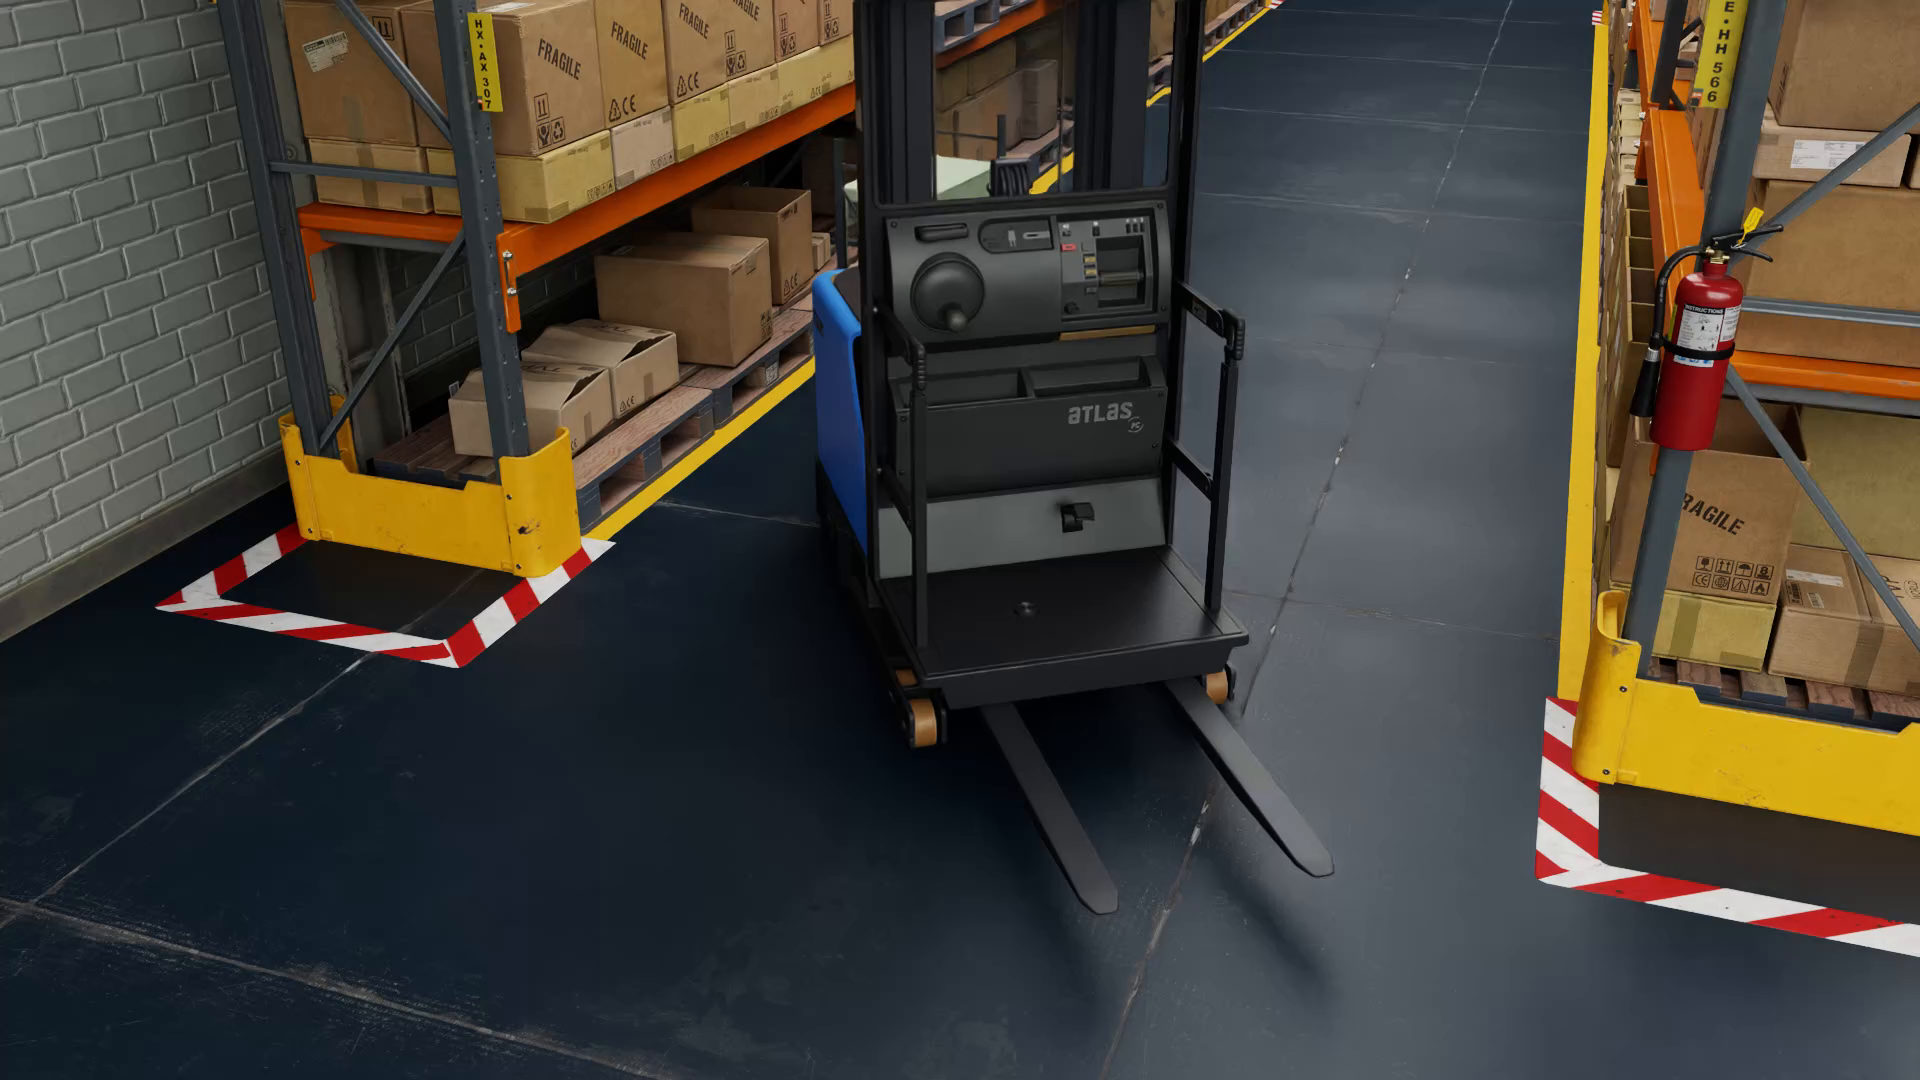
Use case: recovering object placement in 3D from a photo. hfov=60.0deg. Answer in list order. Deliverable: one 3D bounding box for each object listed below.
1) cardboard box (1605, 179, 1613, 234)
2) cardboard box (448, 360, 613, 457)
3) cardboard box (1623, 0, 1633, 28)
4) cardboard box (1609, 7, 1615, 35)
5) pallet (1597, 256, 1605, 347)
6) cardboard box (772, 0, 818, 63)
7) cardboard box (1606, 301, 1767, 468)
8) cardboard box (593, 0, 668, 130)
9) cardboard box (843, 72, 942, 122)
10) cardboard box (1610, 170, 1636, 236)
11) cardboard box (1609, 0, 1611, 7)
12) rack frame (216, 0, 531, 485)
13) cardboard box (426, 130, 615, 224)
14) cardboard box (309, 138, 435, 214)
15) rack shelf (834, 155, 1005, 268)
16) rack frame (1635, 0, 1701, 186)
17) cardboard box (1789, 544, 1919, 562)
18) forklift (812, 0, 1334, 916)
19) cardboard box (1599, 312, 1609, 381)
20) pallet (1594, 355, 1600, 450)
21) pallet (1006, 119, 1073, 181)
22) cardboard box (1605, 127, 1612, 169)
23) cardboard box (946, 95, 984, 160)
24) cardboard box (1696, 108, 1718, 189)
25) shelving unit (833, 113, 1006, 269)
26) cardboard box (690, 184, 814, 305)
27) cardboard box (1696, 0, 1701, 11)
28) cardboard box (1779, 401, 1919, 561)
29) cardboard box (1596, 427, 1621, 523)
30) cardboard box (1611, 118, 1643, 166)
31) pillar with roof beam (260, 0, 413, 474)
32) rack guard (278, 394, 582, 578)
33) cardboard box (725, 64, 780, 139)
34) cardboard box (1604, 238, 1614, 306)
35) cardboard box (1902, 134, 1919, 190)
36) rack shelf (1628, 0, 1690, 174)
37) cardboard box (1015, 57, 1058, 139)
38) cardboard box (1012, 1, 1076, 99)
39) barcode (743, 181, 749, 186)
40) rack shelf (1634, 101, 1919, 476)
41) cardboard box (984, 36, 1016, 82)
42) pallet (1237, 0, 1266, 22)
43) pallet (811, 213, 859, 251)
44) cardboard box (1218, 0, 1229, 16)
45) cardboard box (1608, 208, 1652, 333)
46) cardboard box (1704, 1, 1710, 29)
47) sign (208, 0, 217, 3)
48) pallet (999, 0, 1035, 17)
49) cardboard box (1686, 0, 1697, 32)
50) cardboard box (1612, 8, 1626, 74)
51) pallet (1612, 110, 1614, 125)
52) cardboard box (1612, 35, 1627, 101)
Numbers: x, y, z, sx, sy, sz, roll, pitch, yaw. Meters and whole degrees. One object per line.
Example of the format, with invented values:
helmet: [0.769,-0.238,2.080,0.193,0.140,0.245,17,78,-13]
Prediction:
cardboard box: [4.241,-2.038,10.190,0.500,0.250,0.500,9,27,18]
cardboard box: [-1.823,-0.579,7.085,0.500,0.311,0.500,6,26,12]
cardboard box: [5.805,-4.371,13.838,0.500,0.250,0.500,9,27,18]
cardboard box: [6.700,-5.106,16.434,0.500,0.311,0.500,9,27,17]
pallet: [4.074,-1.300,9.193,1.003,0.211,1.213,9,27,17]
cardboard box: [-1.011,-2.592,7.951,0.500,0.500,0.500,8,27,16]
cardboard box: [2.752,-0.569,6.295,0.500,0.500,0.500,9,27,17]
cardboard box: [-1.522,-1.953,6.631,0.500,0.500,0.500,9,27,18]
cardboard box: [-0.434,-2.861,10.719,0.500,0.250,0.500,8,27,16]
cardboard box: [3.898,-1.874,9.207,0.500,0.311,0.500,10,27,19]
cardboard box: [7.313,-5.876,18.191,0.380,0.166,0.250,9,27,17]
rack frame: [-2.138,-1.320,6.034,1.000,3.000,0.127,9,27,17]
cardboard box: [-1.676,-1.416,6.382,0.500,0.250,0.500,8,27,16]
cardboard box: [-2.165,-1.482,6.517,0.500,0.250,0.500,9,27,18]
rack shelf: [-0.154,-1.373,6.969,0.431,0.370,0.720,13,29,24]
rack frame: [3.866,-2.247,7.949,1.000,3.000,0.127,9,27,17]
cardboard box: [3.086,0.051,5.875,0.500,0.250,0.500,9,27,17]
forklift: [0.284,-0.835,5.111,1.130,2.935,3.031,-7,27,-13]
cardboard box: [3.255,-0.847,7.731,0.500,0.250,0.500,9,27,17]
pallet: [3.562,-0.671,7.894,1.003,0.211,1.213,9,27,17]
pallet: [0.263,-3.032,12.769,1.003,0.211,1.213,9,27,17]
cardboard box: [4.746,-2.670,11.495,0.500,0.250,0.500,9,27,17]
cardboard box: [-0.245,-2.765,11.382,0.700,0.500,0.500,9,27,18]
cardboard box: [3.384,-1.685,6.674,0.700,0.500,0.500,9,27,18]
shelving unit: [-0.154,-1.022,7.139,0.431,1.500,0.755,13,29,24]
cardboard box: [-1.114,-1.604,8.985,0.500,0.500,0.500,7,27,14]
cardboard box: [3.594,-2.502,7.616,0.380,0.149,0.250,9,27,17]
cardboard box: [3.088,-0.286,5.712,0.500,0.500,0.500,9,27,17]
cardboard box: [2.755,-0.231,6.458,0.500,0.250,0.500,9,27,17]
cardboard box: [4.407,-2.496,10.492,0.500,0.311,0.500,8,27,16]
pillar with roof beam: [1.339,-3.809,4.291,9.100,9.000,0.400,9,27,17]
rack guard: [-2.112,-0.226,6.643,1.175,0.500,0.348,9,27,17]
cardboard box: [-1.171,-2.047,7.686,0.500,0.250,0.500,9,27,18]
cardboard box: [3.731,-1.411,8.895,0.500,0.250,0.500,8,27,17]
cardboard box: [2.869,-1.070,4.659,0.380,0.149,0.250,9,27,17]
rack shelf: [4.532,-2.745,9.803,1.077,0.370,4.000,9,27,17]
cardboard box: [0.334,-3.377,12.646,0.700,0.500,0.500,9,27,18]
cardboard box: [0.893,-4.112,13.786,0.750,0.750,0.750,8,27,17]
barcode: [-1.213,-1.994,9.422,0.001,0.075,0.075,9,27,17]
rack shelf: [3.200,-1.101,6.408,1.077,0.370,4.000,9,27,17]
cardboard box: [0.085,-3.489,12.018,0.500,0.250,0.500,9,27,18]
pallet: [2.994,-6.300,19.520,1.003,0.211,1.213,9,27,17]
pallet: [-0.549,-2.029,10.698,1.003,0.211,1.213,9,27,17]
cardboard box: [2.544,-6.024,18.137,0.700,0.500,0.500,9,27,19]
cardboard box: [3.257,-1.184,7.566,0.500,0.500,0.500,9,27,17]
cardboard box: [3.340,-2.184,6.960,0.380,0.149,0.250,8,27,17]
sign: [-2.654,-2.072,5.896,0.100,0.325,0.005,9,27,17]
pallet: [-0.096,-3.702,11.174,1.003,0.211,1.213,9,27,17]
cardboard box: [4.654,-3.244,9.893,0.500,0.500,0.500,7,27,15]
cardboard box: [6.137,-4.444,14.850,0.500,0.500,0.500,8,27,15]
pallet: [5.889,-3.437,13.606,1.003,0.211,1.213,9,27,17]
cardboard box: [5.628,-3.811,13.543,0.500,0.500,0.500,8,27,15]
